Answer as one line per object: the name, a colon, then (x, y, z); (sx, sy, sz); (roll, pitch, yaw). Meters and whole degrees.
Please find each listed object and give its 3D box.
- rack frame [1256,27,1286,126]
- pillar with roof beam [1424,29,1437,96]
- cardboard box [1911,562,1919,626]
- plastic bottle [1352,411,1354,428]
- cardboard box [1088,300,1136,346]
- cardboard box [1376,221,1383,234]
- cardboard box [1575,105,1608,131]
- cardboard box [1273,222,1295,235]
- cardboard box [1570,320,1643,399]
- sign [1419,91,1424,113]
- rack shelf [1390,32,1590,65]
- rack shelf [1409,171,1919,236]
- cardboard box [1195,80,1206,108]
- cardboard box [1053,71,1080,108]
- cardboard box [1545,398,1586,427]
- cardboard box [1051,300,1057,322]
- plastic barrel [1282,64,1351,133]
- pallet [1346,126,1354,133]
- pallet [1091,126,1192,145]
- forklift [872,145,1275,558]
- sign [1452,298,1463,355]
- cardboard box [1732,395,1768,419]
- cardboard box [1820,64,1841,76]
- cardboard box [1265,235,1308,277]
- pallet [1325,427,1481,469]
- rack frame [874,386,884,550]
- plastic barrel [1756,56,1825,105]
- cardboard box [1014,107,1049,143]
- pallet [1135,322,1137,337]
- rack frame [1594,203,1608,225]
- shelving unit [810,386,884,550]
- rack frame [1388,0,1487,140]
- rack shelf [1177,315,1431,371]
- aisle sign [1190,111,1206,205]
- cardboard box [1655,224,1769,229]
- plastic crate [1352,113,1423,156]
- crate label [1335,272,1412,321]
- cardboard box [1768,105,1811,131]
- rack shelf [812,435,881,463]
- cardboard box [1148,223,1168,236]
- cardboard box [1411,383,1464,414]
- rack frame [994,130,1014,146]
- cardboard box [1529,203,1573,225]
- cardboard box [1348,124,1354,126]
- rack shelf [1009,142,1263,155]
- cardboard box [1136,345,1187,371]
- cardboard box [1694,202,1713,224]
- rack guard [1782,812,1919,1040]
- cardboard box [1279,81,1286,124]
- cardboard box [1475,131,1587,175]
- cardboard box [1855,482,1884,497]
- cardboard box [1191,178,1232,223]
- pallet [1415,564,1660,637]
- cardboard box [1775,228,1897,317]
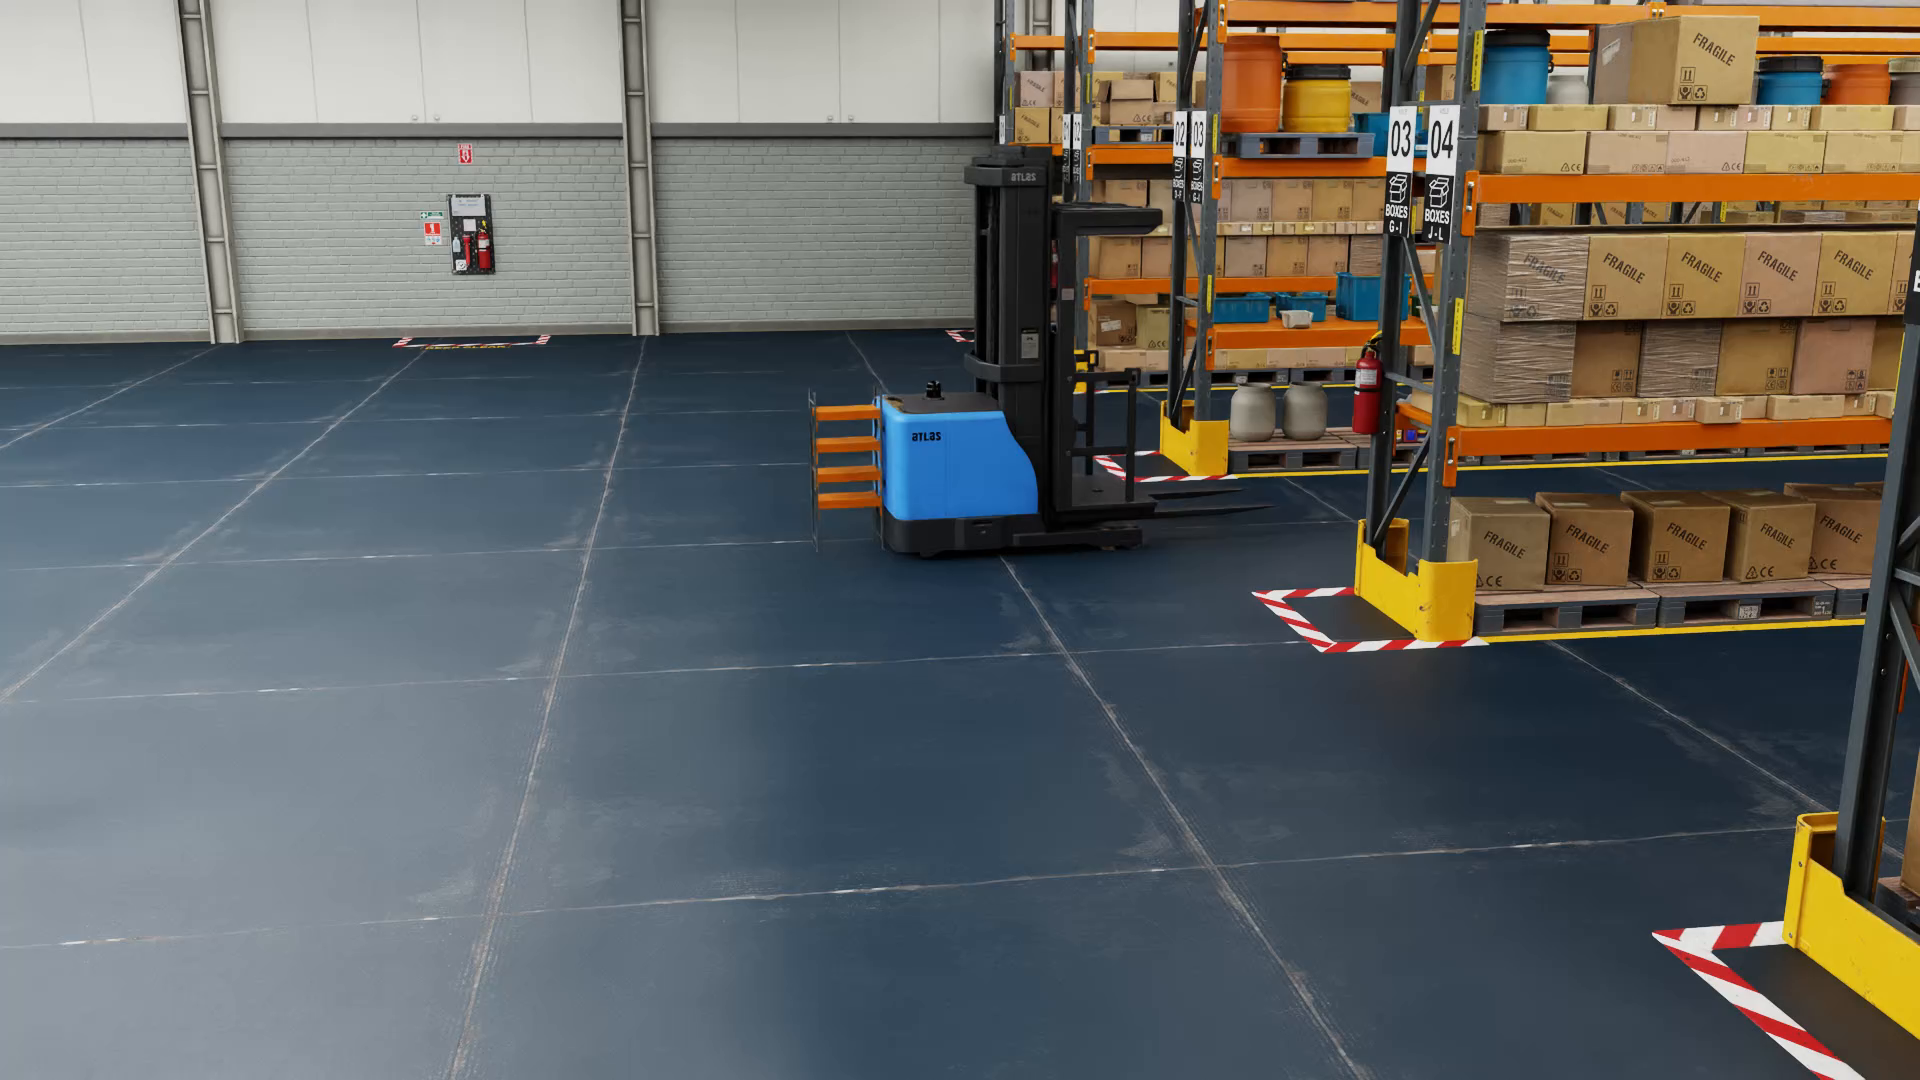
rack frame: (4.591, -7.599, 24.524); (0.127, 3.000, 1.000); (-2, 14, -8)
pillar with roof beam: (7.773, -6.869, 21.614); (0.400, 9.000, 9.100); (-2, 14, -8)
cardboard box: (3.849, 0.130, 5.729); (0.550, 0.550, 0.875); (-2, 14, -8)
plastic bottle: (3.862, -1.189, 16.146); (0.097, 0.201, 0.097); (0, 14, 0)
cardboard box: (1.863, -2.678, 20.480); (0.500, 0.500, 0.500); (-2, 14, -8)
cardboard box: (5.096, -3.800, 20.167); (0.250, 0.149, 0.380); (-2, 14, -8)
cardboard box: (3.658, -2.525, 9.945); (0.250, 0.149, 0.380); (-2, 14, -9)
cardboard box: (3.840, -3.754, 19.985); (0.250, 0.149, 0.380); (-2, 14, -7)
cardboard box: (3.874, -1.223, 10.615); (0.500, 0.500, 0.875); (-2, 14, -8)
sign: (5.417, -5.108, 19.533); (0.005, 0.325, 0.100); (-2, 14, -8)
rack shelf: (7.310, -5.937, 20.198); (4.000, 0.370, 1.077); (-2, 14, -8)
rack shelf: (4.827, -2.148, 10.434); (4.000, 0.370, 1.077); (-2, 14, -8)
cardboard box: (3.060, -5.122, 19.457); (0.500, 0.500, 0.500); (-2, 14, -8)
cardboard box: (1.556, -6.504, 24.021); (0.500, 0.500, 0.500); (-2, 14, -9)
cardboard box: (3.666, -0.811, 10.305); (0.250, 0.149, 0.380); (-2, 14, -8)
cardboard box: (1.333, -3.457, 24.963); (0.500, 0.311, 0.500); (-4, 15, -15)
plastic barrel: (3.220, -3.983, 15.021); (0.600, 0.588, 0.600); (0, 14, 0)
pallet: (4.493, -4.873, 20.000); (1.213, 0.211, 1.003); (-2, 14, -8)
pallet: (2.080, -4.784, 19.648); (1.213, 0.211, 1.003); (-2, 14, -8)
forklift: (5.336, 0.512, 4.657); (7.886, 2.935, 18.991); (-3, 14, -13)
sign: (2.930, -1.259, 9.797); (0.005, 0.325, 0.100); (-2, 14, -8)
cardboard box: (4.892, -0.873, 10.553); (0.250, 0.149, 0.380); (-2, 14, -8)
cardboard box: (10.729, -5.682, 20.786); (0.500, 0.500, 0.500); (-2, 14, -8)
cardboard box: (3.878, -3.491, 20.269); (0.500, 0.500, 0.700); (-2, 14, -7)
pallet: (4.188, -0.894, 15.854); (1.213, 0.211, 1.003); (-2, 14, -8)
rack frame: (-0.605, -0.538, 12.399); (0.015, 1.200, 0.240); (-3, 14, -13)
plastic barrel: (7.831, -4.122, 15.796); (0.708, 0.901, 0.600); (-2, 14, -8)
cardboard box: (1.004, -6.009, 24.104); (0.500, 0.500, 0.500); (-2, 14, -7)
pallet: (2.723, -3.259, 25.282); (1.213, 0.211, 1.003); (-2, 14, -8)
rack frame: (6.067, -2.305, 15.748); (0.053, 2.616, 0.949); (-2, 14, -8)
shelving unit: (-0.840, -0.524, 12.344); (0.499, 1.200, 0.258); (-3, 14, -13)
rack frame: (2.849, -3.880, 9.693); (0.127, 3.000, 1.000); (-2, 14, -8)
rack shelf: (4.089, -1.885, 15.550); (4.000, 0.370, 1.077); (-2, 14, -8)
aisle sign: (2.084, -3.349, 14.565); (0.004, 0.787, 0.394); (-2, 14, -8)
cardboard box: (4.840, -1.780, 10.781); (0.500, 0.500, 0.500); (-2, 14, -8)
plastic crate: (3.952, -3.750, 15.374); (0.575, 0.384, 0.392); (-2, 14, -8)
crate label: (3.891, -2.310, 15.694); (0.616, 0.435, 0.502); (-2, 14, -8)
cardboard box: (4.944, -2.572, 10.132); (0.250, 0.149, 0.380); (-3, 14, -10)
rack shelf: (-0.842, -0.675, 12.305); (0.480, 0.148, 0.258); (-3, 14, -13)
cardboard box: (2.305, -3.697, 19.759); (0.250, 0.149, 0.380); (-2, 14, -8)
cardboard box: (3.100, -0.908, 10.692); (0.250, 0.149, 0.380); (-2, 14, -8)
rack frame: (0.636, -4.544, 24.675); (0.127, 3.000, 1.000); (-2, 14, -8)
cardboard box: (9.065, -4.993, 25.605); (0.500, 0.500, 0.500); (-2, 14, -7)
cardboard box: (5.752, -6.327, 24.939); (0.500, 0.311, 0.500); (-2, 14, -7)
rack shelf: (2.613, -5.723, 24.687); (4.000, 0.370, 1.077); (-2, 14, -8)
cardboard box: (2.435, -2.208, 20.148); (0.500, 0.250, 0.500); (-2, 14, -8)
cardboard box: (11.580, -5.083, 25.967); (0.500, 0.500, 0.500); (-2, 14, -8)
rack guard: (3.465, 1.440, 5.951); (0.348, 0.500, 1.175); (-2, 14, -8)
cardboard box: (3.685, -5.245, 19.940); (0.637, 0.503, 0.797); (-1, 14, -2)
cardboard box: (3.364, -2.307, 9.898); (0.500, 0.250, 0.500); (-2, 14, -7)
cardboard box: (6.403, -0.101, 11.234); (0.500, 0.500, 0.500); (-3, 14, -10)
cardboard box: (2.911, -4.085, 19.972); (0.500, 0.500, 0.700); (-2, 14, -8)
pallet: (3.733, 0.359, 10.856); (1.213, 0.211, 1.003); (-2, 14, -8)
cardboard box: (5.412, -1.674, 10.357); (0.500, 0.500, 0.500); (-2, 14, -8)
